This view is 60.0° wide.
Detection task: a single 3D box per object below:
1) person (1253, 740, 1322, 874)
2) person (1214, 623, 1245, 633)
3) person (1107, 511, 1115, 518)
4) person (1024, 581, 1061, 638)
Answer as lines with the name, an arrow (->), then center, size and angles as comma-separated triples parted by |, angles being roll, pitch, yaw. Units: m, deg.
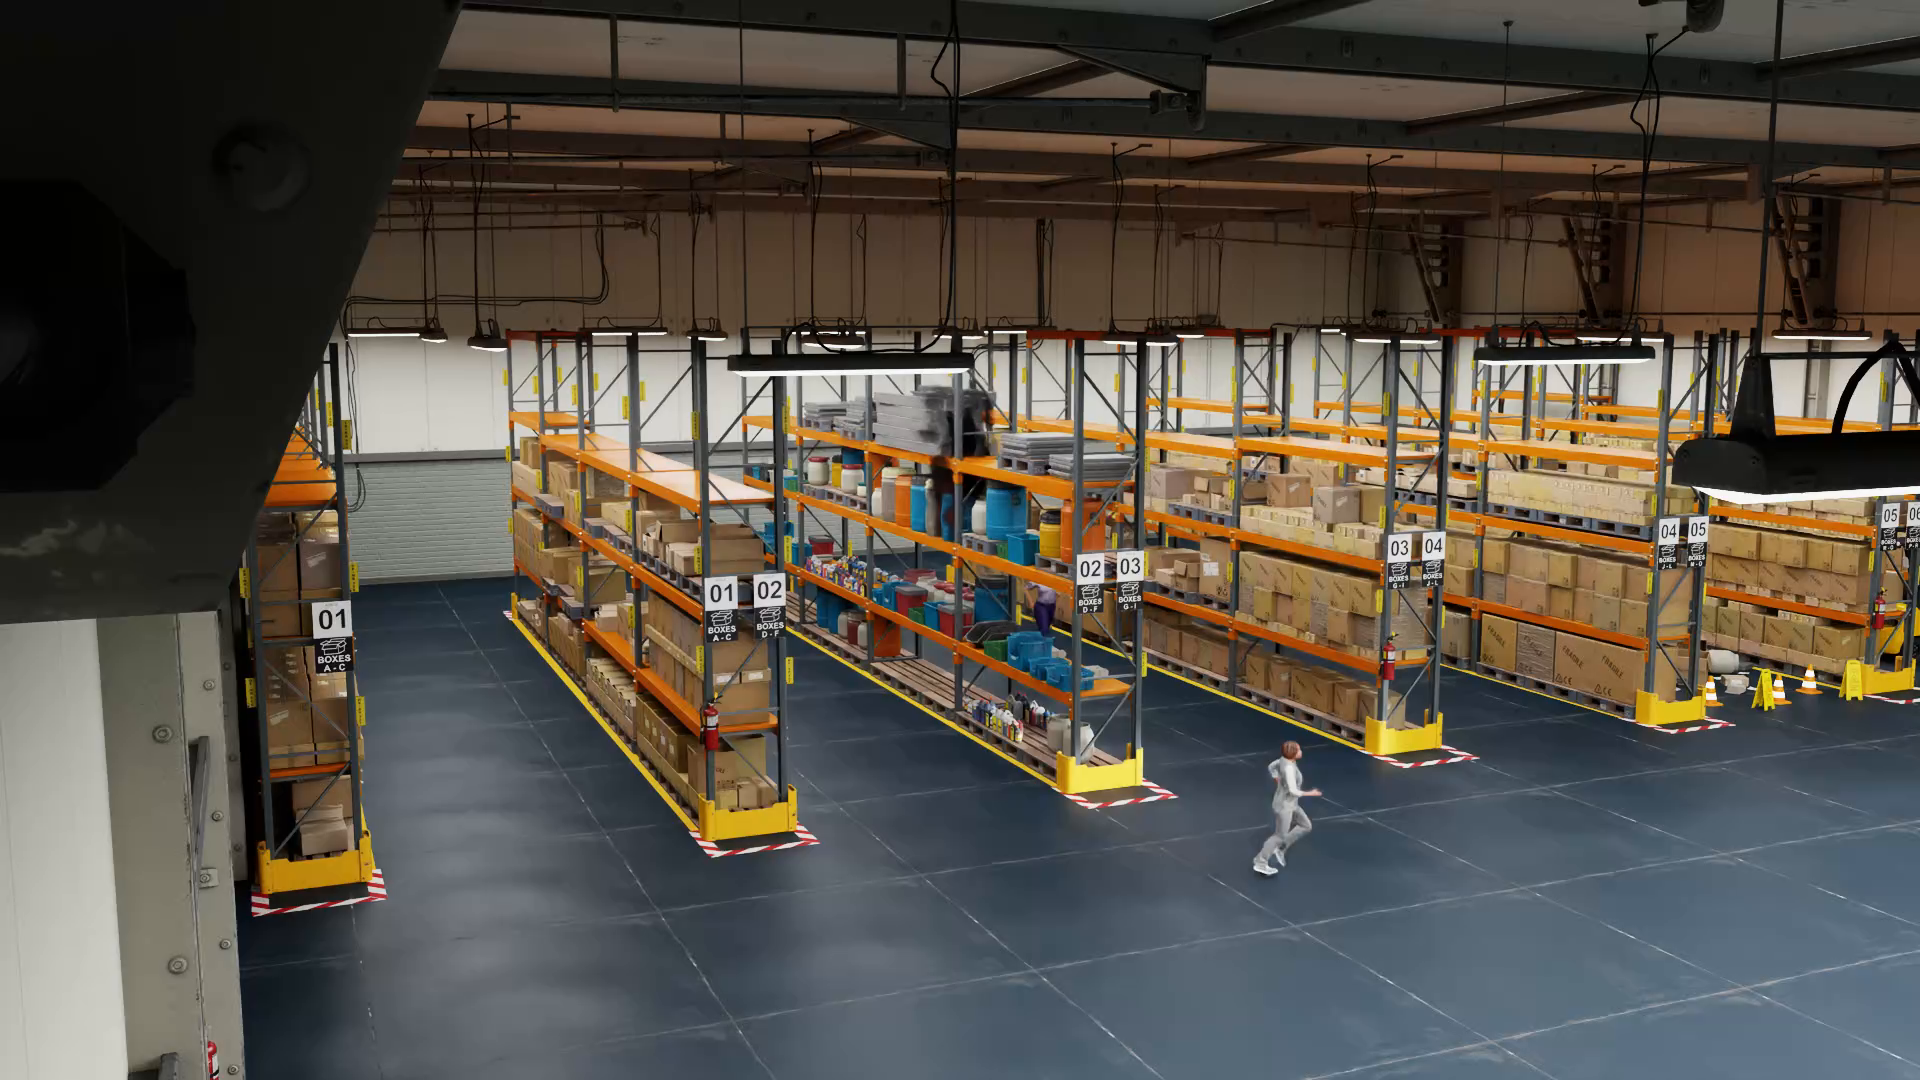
person -> 3.705, 3.006, 18.784 | 0.745, 1.555, 0.560 | 2, 8, 12
person -> 5.456, 0.929, 33.368 | 0.672, 1.842, 0.925 | -3, 8, -22
person -> 3.692, -0.118, 41.417 | 0.646, 1.678, 0.766 | -2, 8, -15
person -> 1.498, 1.281, 29.290 | 0.582, 1.733, 0.721 | -5, 9, -34
